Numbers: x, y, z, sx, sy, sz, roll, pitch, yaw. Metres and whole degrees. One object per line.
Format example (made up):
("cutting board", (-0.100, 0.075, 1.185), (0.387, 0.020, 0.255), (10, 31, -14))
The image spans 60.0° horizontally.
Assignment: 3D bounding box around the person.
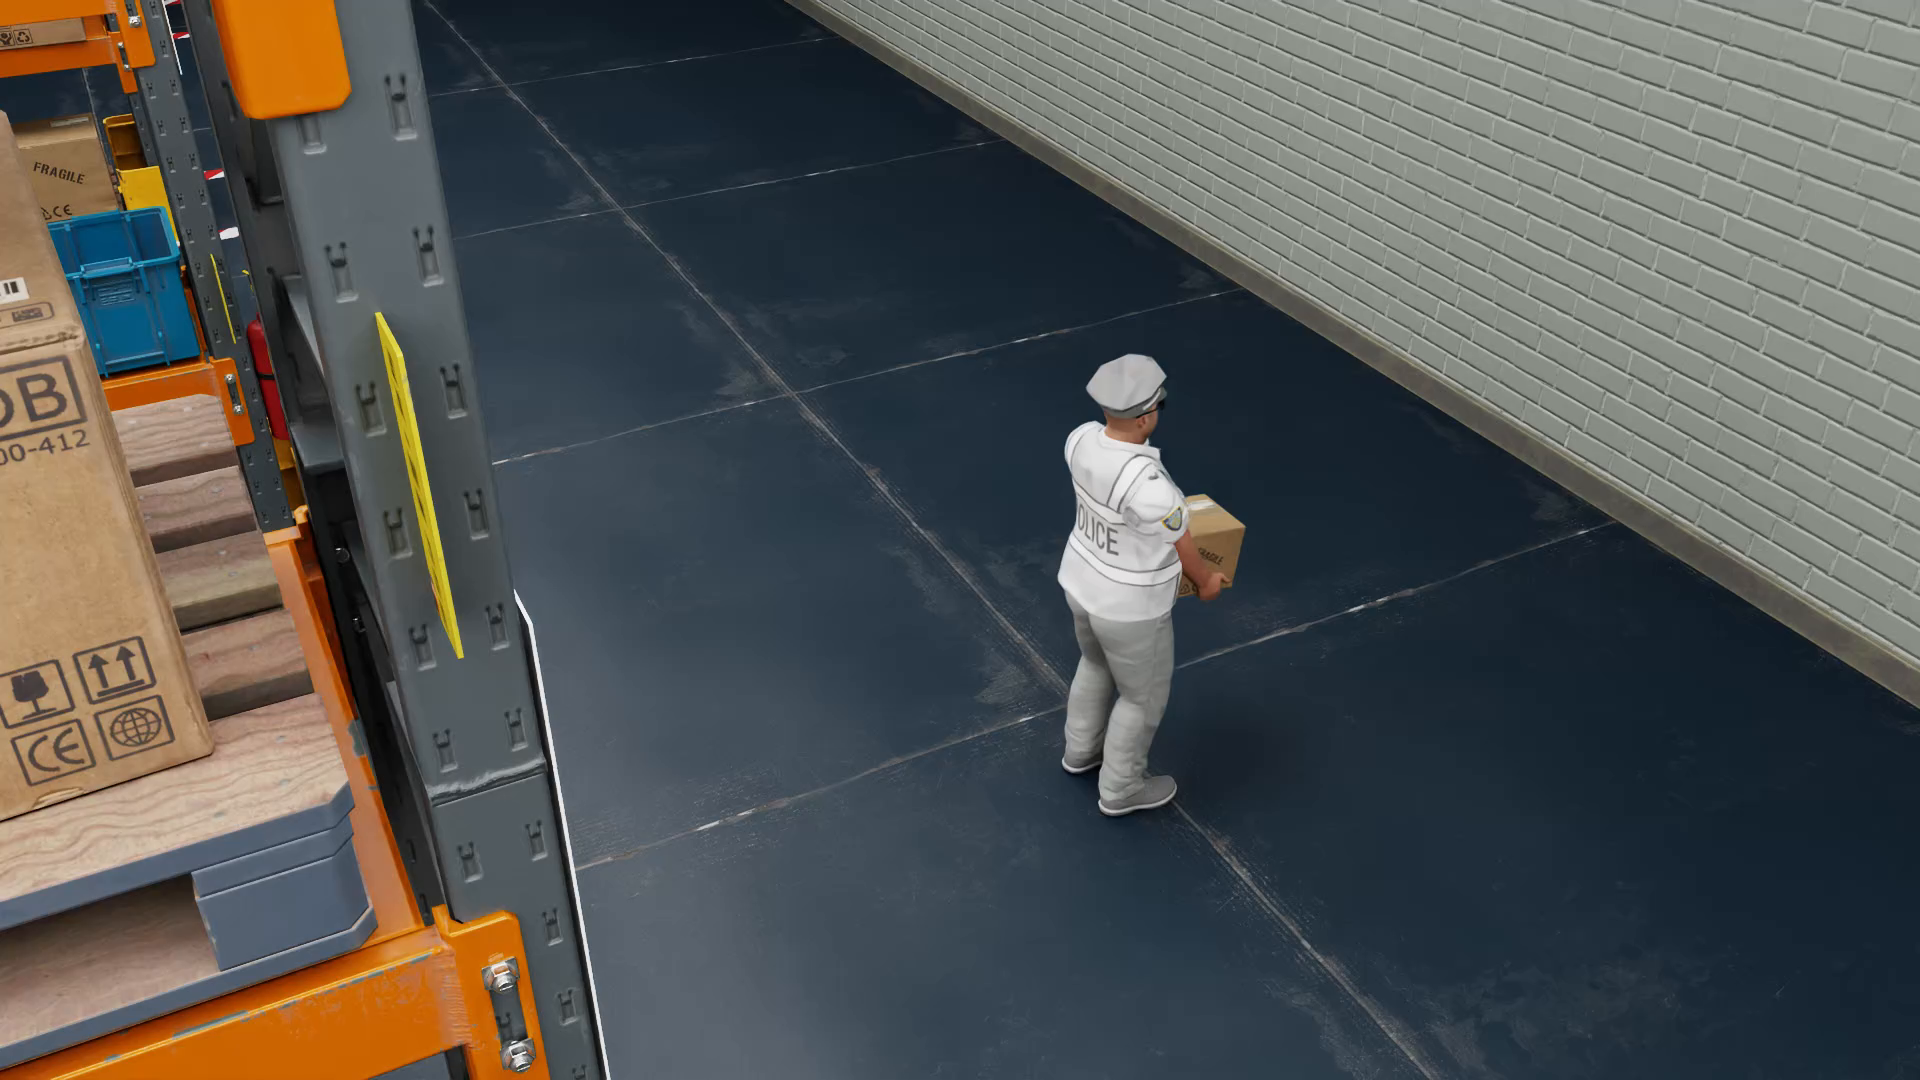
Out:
("person", (0.636, 0.152, 5.886), (0.565, 1.772, 0.490), (-16, 36, -24))
